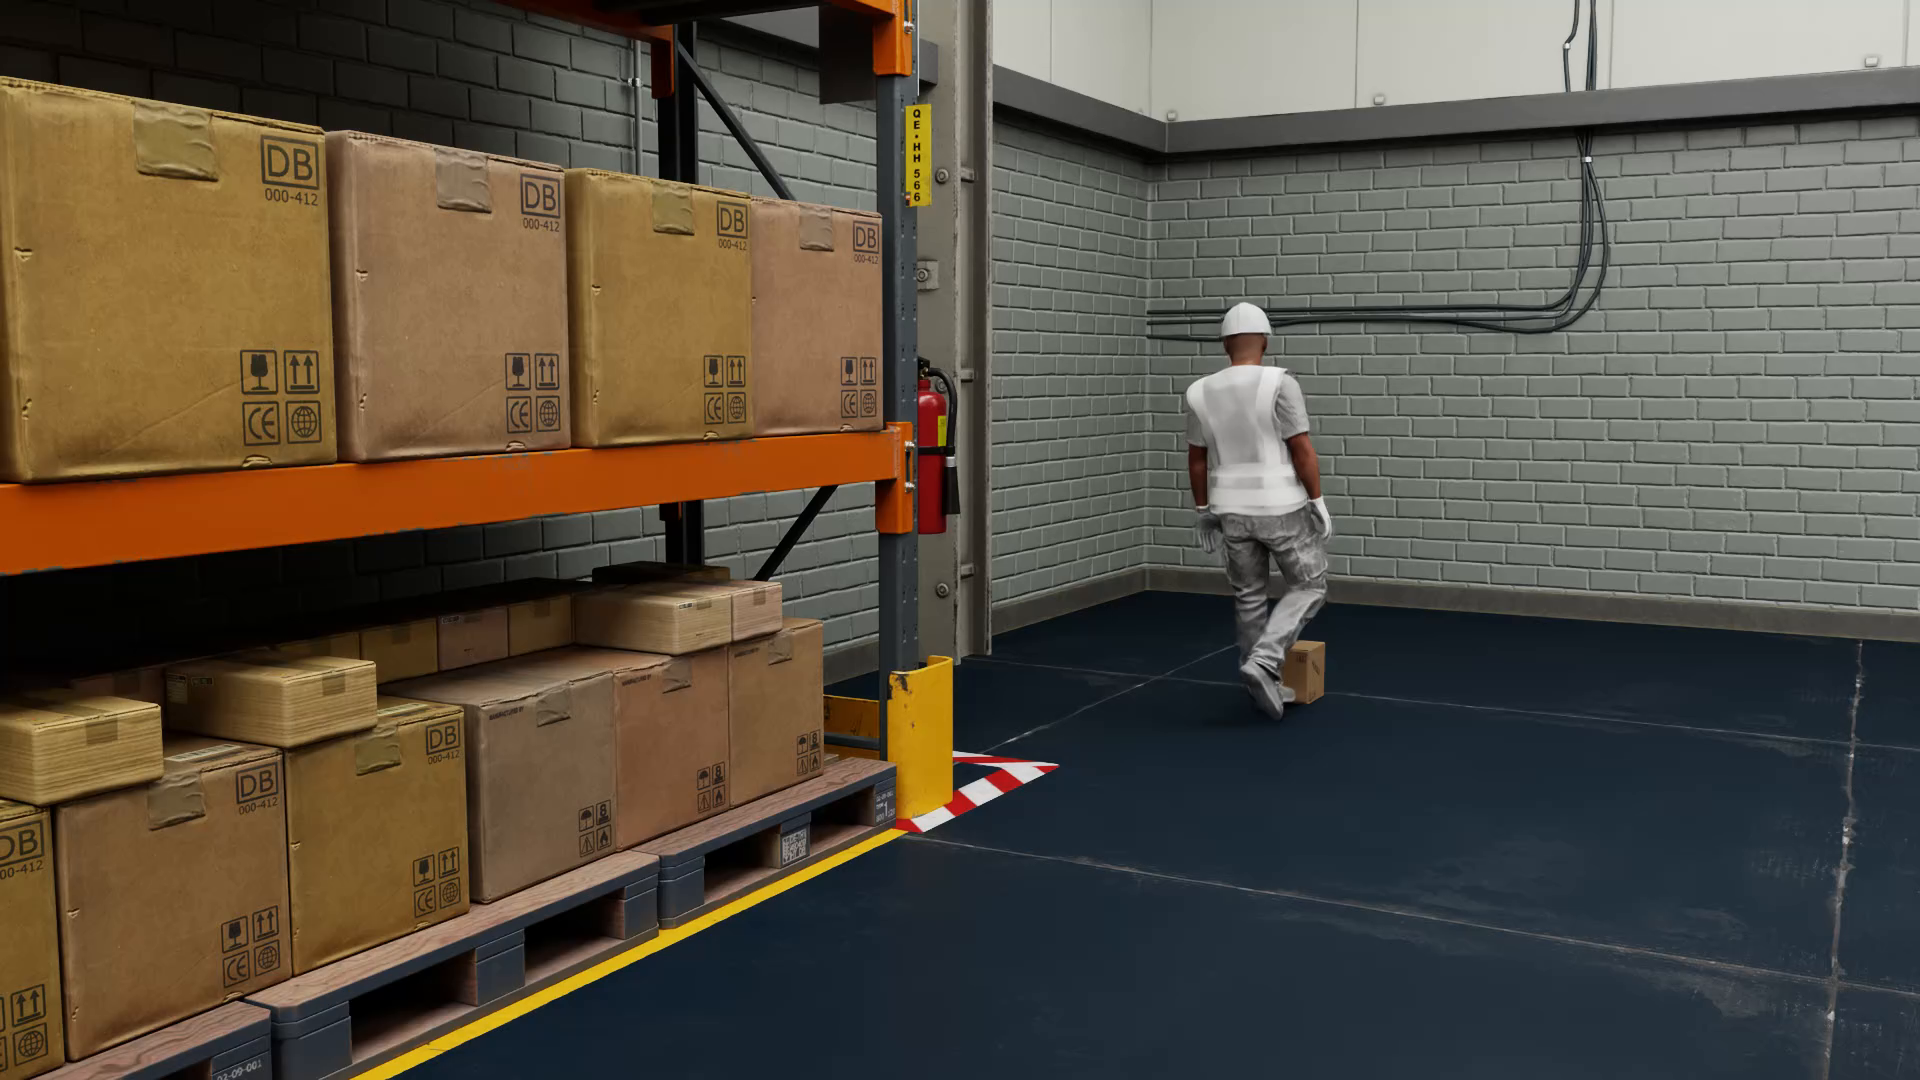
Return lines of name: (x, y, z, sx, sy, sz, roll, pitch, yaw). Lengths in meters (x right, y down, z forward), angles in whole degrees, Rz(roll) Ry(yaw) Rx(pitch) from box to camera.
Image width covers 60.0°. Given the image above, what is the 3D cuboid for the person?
person: (1.330, -0.128, 7.180, 0.625, 1.772, 0.651, 4, 7, 37)
